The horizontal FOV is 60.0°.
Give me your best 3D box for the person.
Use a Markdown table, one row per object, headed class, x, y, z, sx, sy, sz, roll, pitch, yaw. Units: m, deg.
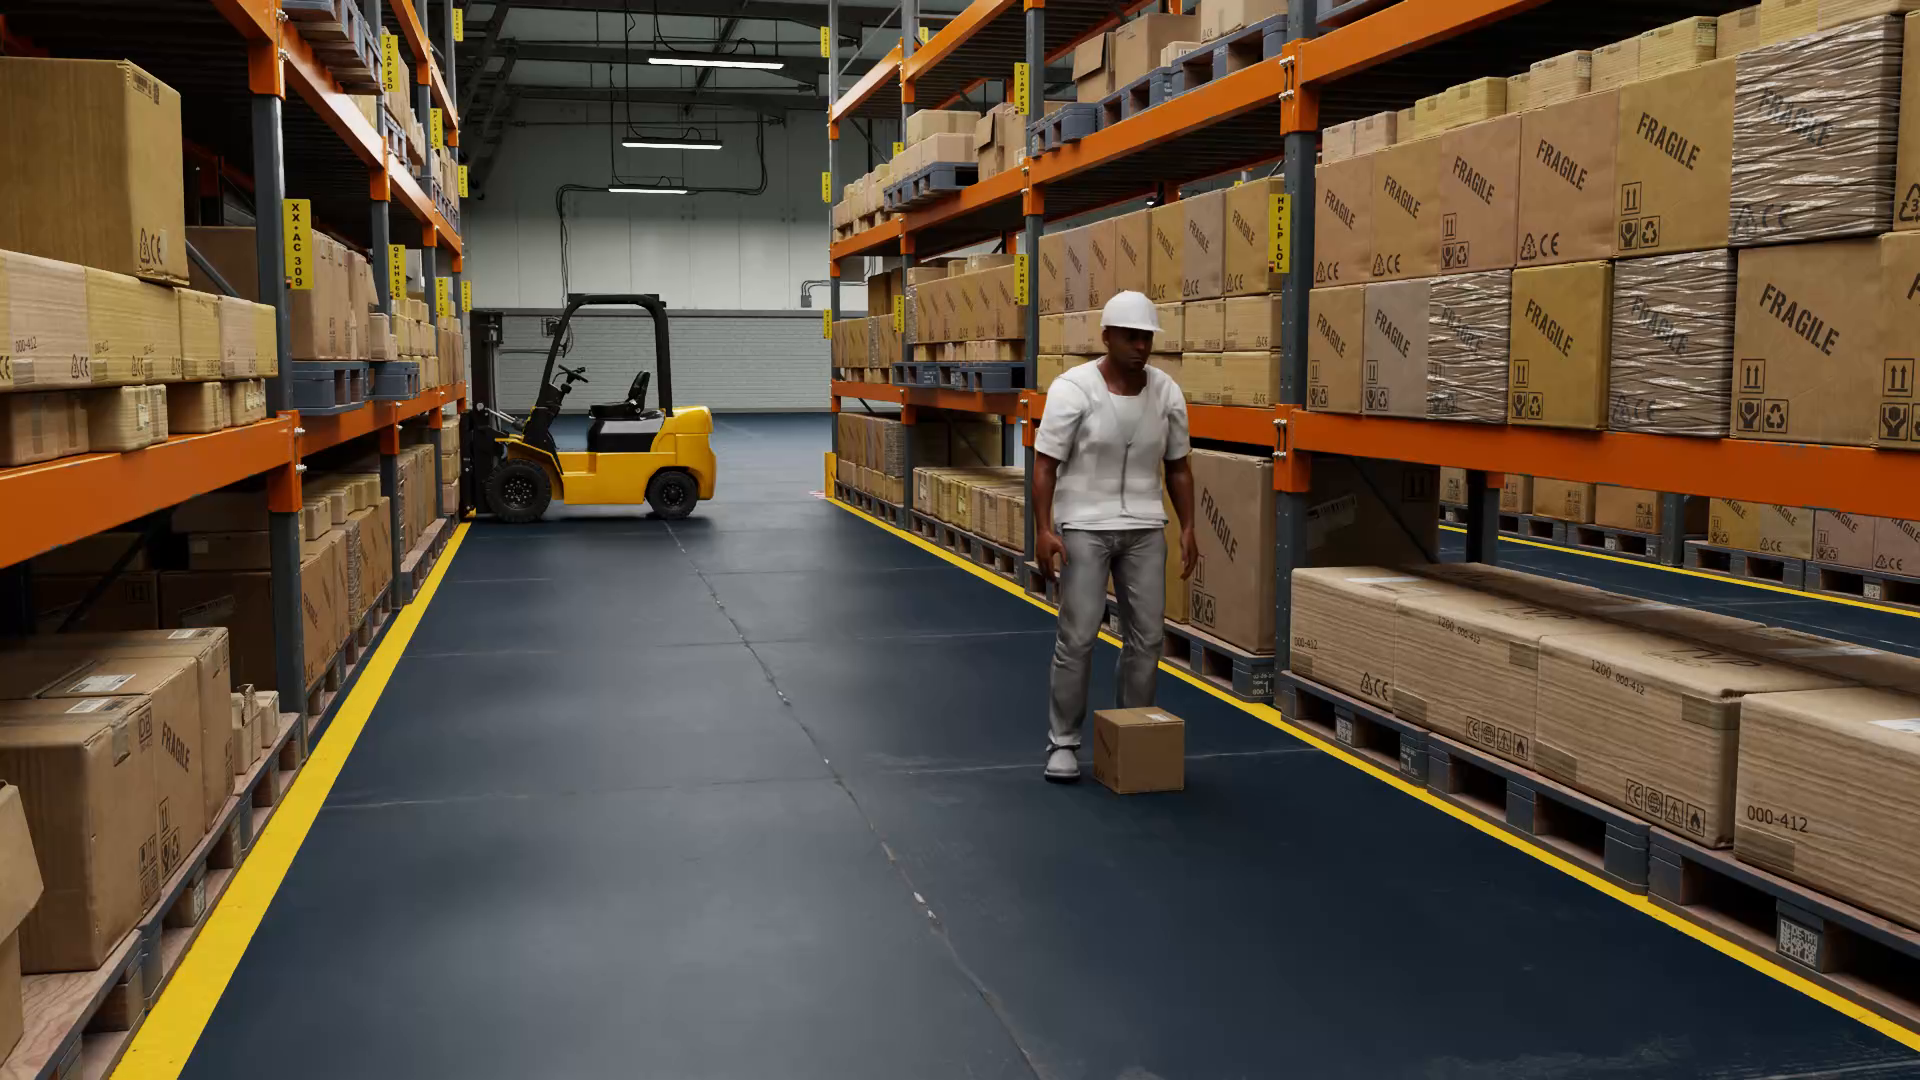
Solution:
| class | x | y | z | sx | sy | sz | roll | pitch | yaw |
| --- | --- | --- | --- | --- | --- | --- | --- | --- | --- |
| person | 0.570 | -0.022 | 6.078 | 0.637 | 1.761 | 0.456 | -2 | 6 | -16 |
